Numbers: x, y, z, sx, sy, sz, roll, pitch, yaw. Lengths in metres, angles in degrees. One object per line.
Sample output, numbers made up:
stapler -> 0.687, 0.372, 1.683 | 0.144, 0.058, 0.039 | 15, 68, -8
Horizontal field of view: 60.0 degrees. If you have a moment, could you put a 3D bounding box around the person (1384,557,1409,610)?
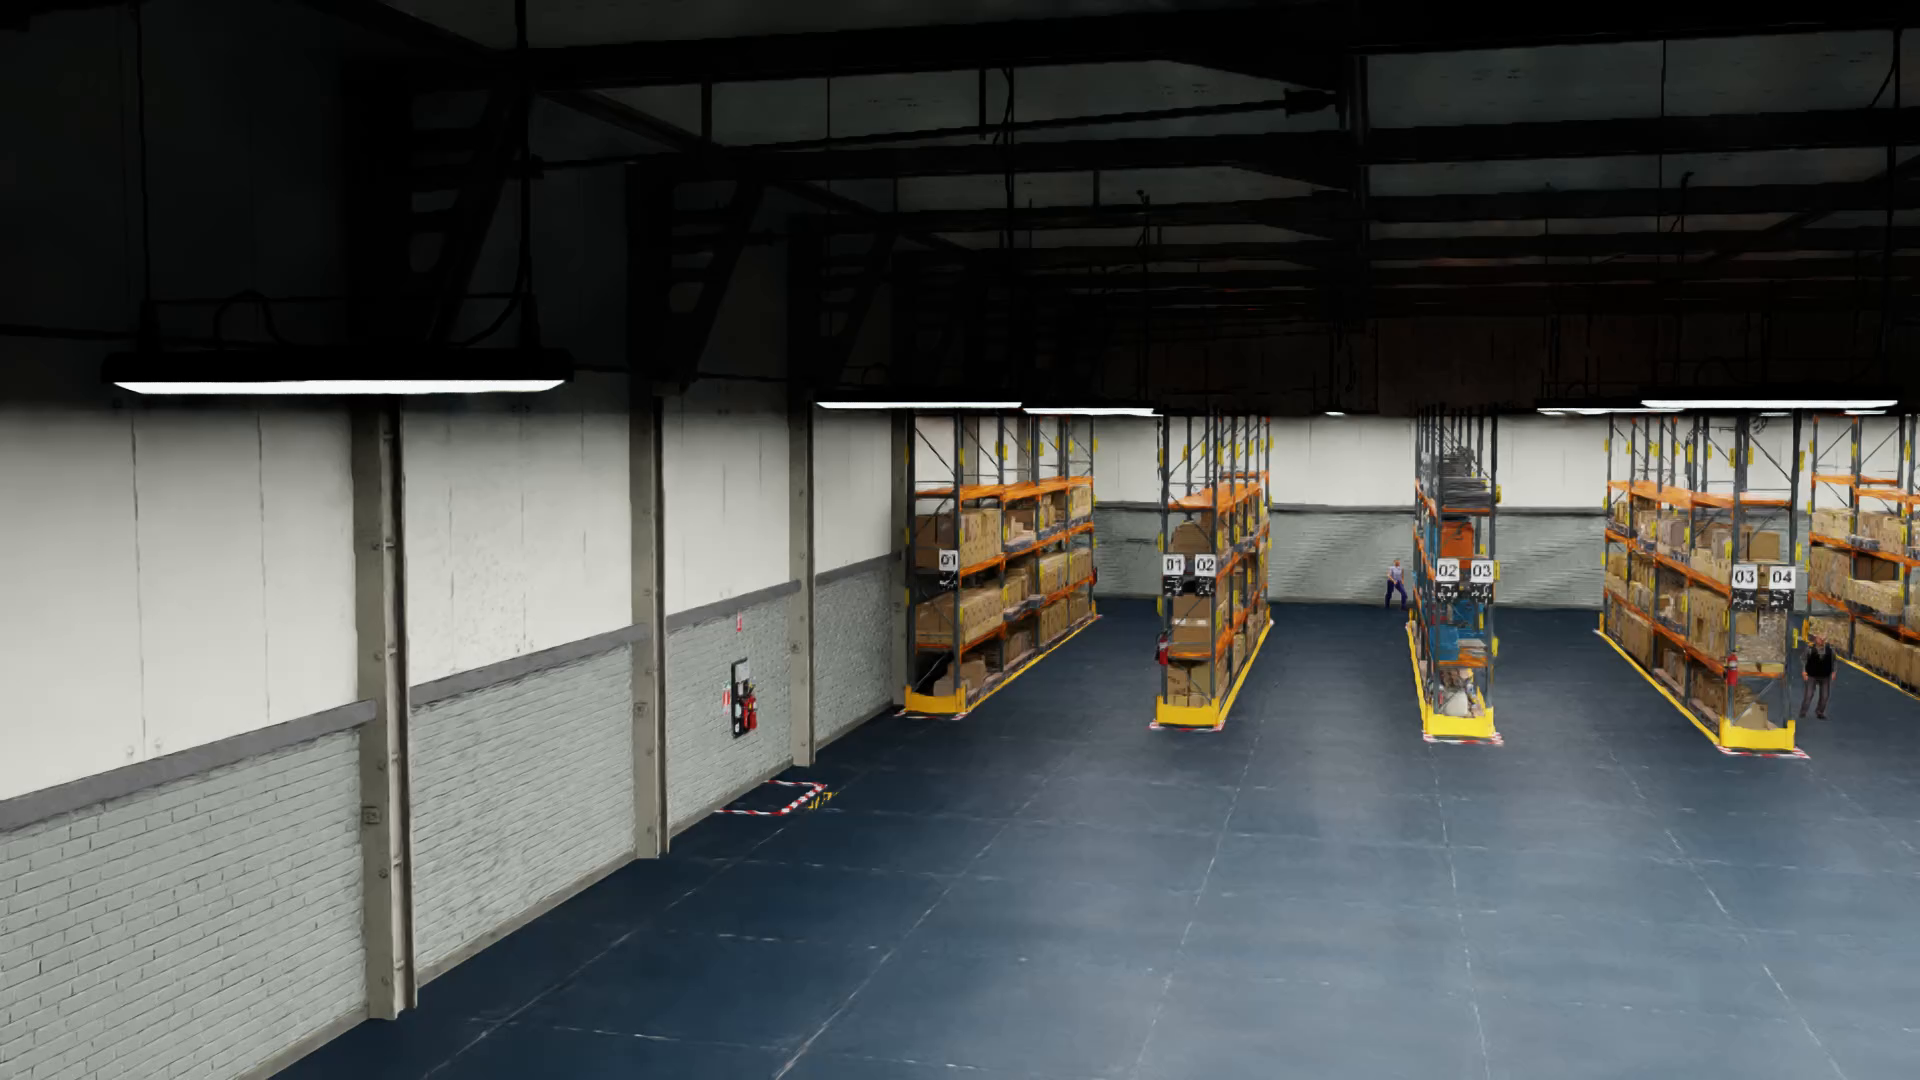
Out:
person -> 13.069, 1.302, 49.818 | 0.655, 1.591, 0.767 | -1, 4, -7

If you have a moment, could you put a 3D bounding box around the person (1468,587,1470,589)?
person -> 13.498, 1.738, 44.032 | 0.411, 1.534, 0.956 | 0, 4, 5

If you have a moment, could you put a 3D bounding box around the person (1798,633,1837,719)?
person -> 16.344, 2.586, 31.700 | 0.677, 1.674, 0.534 | 1, 4, 12
